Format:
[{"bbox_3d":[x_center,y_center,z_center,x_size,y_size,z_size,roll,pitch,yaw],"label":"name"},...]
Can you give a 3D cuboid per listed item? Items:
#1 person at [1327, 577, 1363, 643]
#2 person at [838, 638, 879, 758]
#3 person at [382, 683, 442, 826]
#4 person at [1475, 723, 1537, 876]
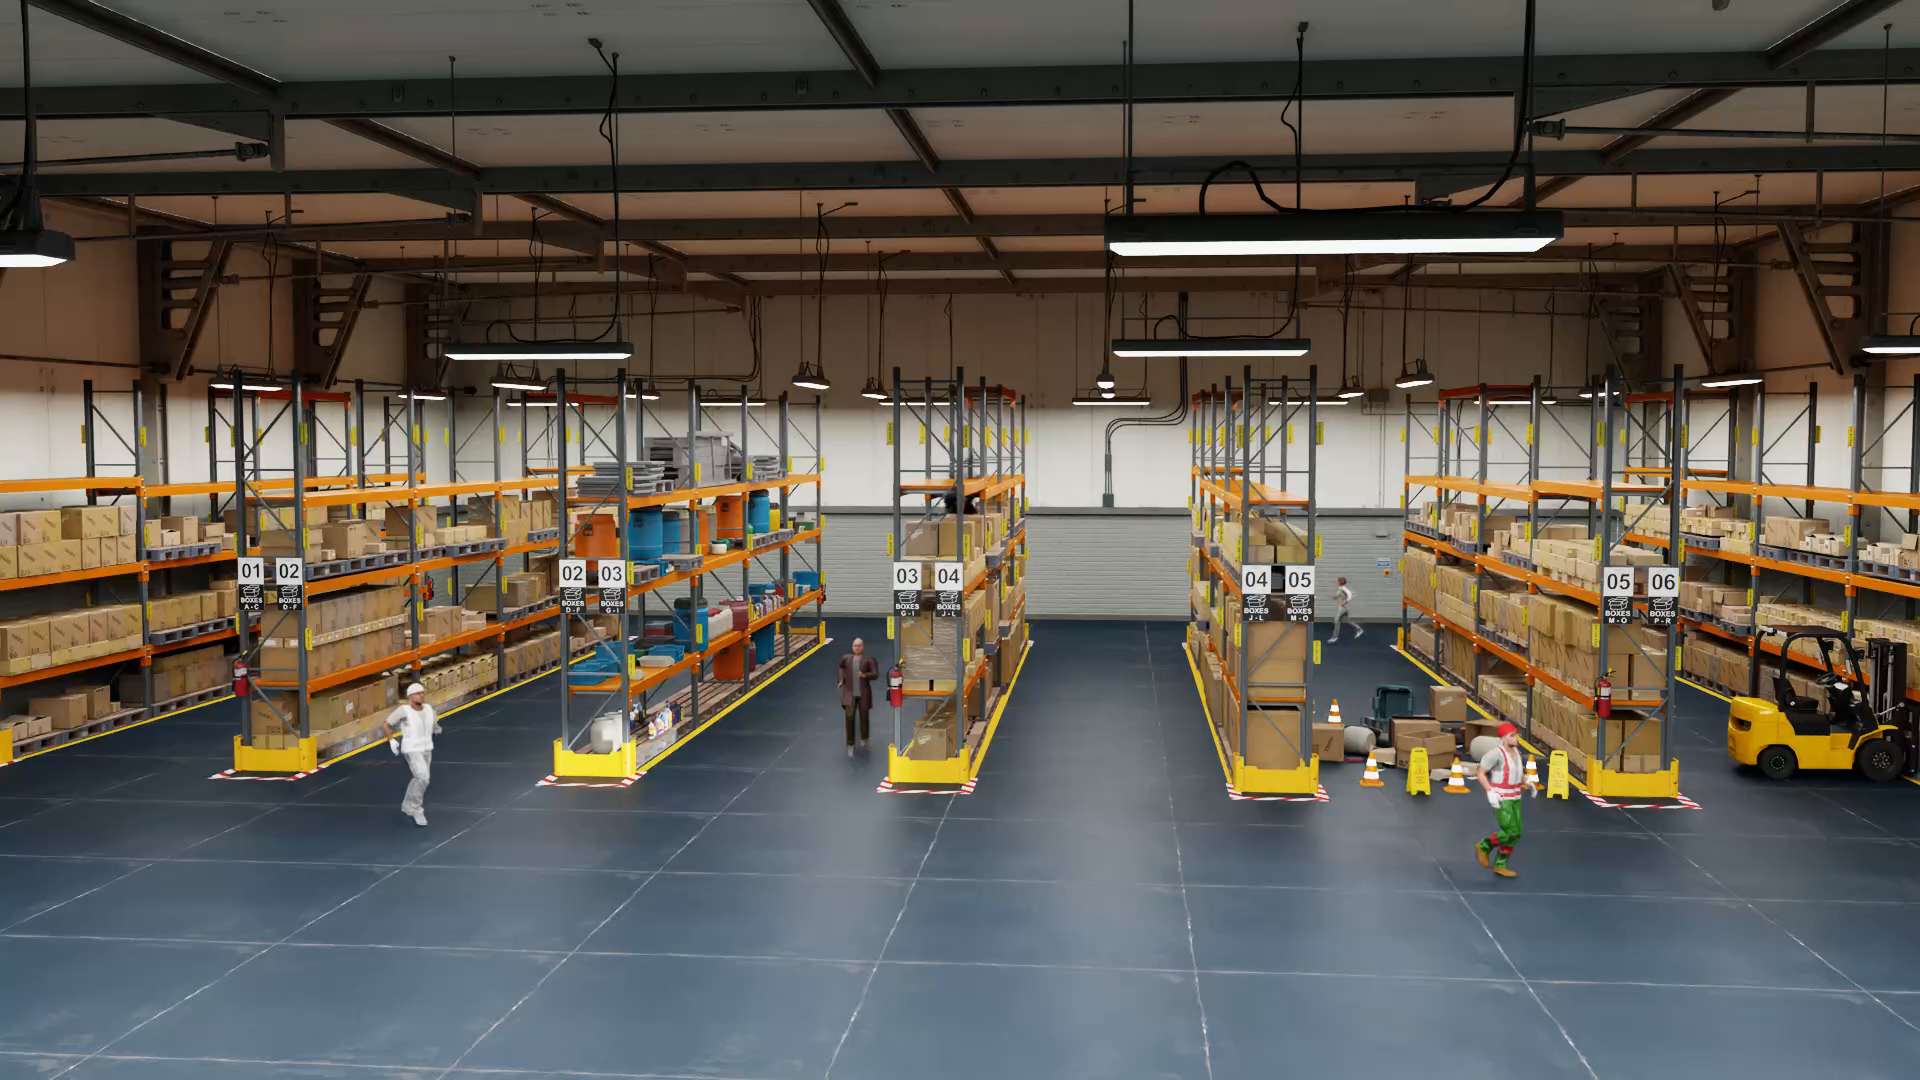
[{"bbox_3d":[9.378,1.694,40.417,0.886,1.610,0.551,1,4,8],"label":"person"},{"bbox_3d":[-1.615,2.468,26.304,0.677,1.835,0.909,0,4,1],"label":"person"},{"bbox_3d":[-7.033,2.774,21.575,0.758,1.832,0.659,2,4,28],"label":"person"},{"bbox_3d":[6.229,2.950,18.977,0.673,1.751,0.590,-3,4,-37],"label":"person"}]
